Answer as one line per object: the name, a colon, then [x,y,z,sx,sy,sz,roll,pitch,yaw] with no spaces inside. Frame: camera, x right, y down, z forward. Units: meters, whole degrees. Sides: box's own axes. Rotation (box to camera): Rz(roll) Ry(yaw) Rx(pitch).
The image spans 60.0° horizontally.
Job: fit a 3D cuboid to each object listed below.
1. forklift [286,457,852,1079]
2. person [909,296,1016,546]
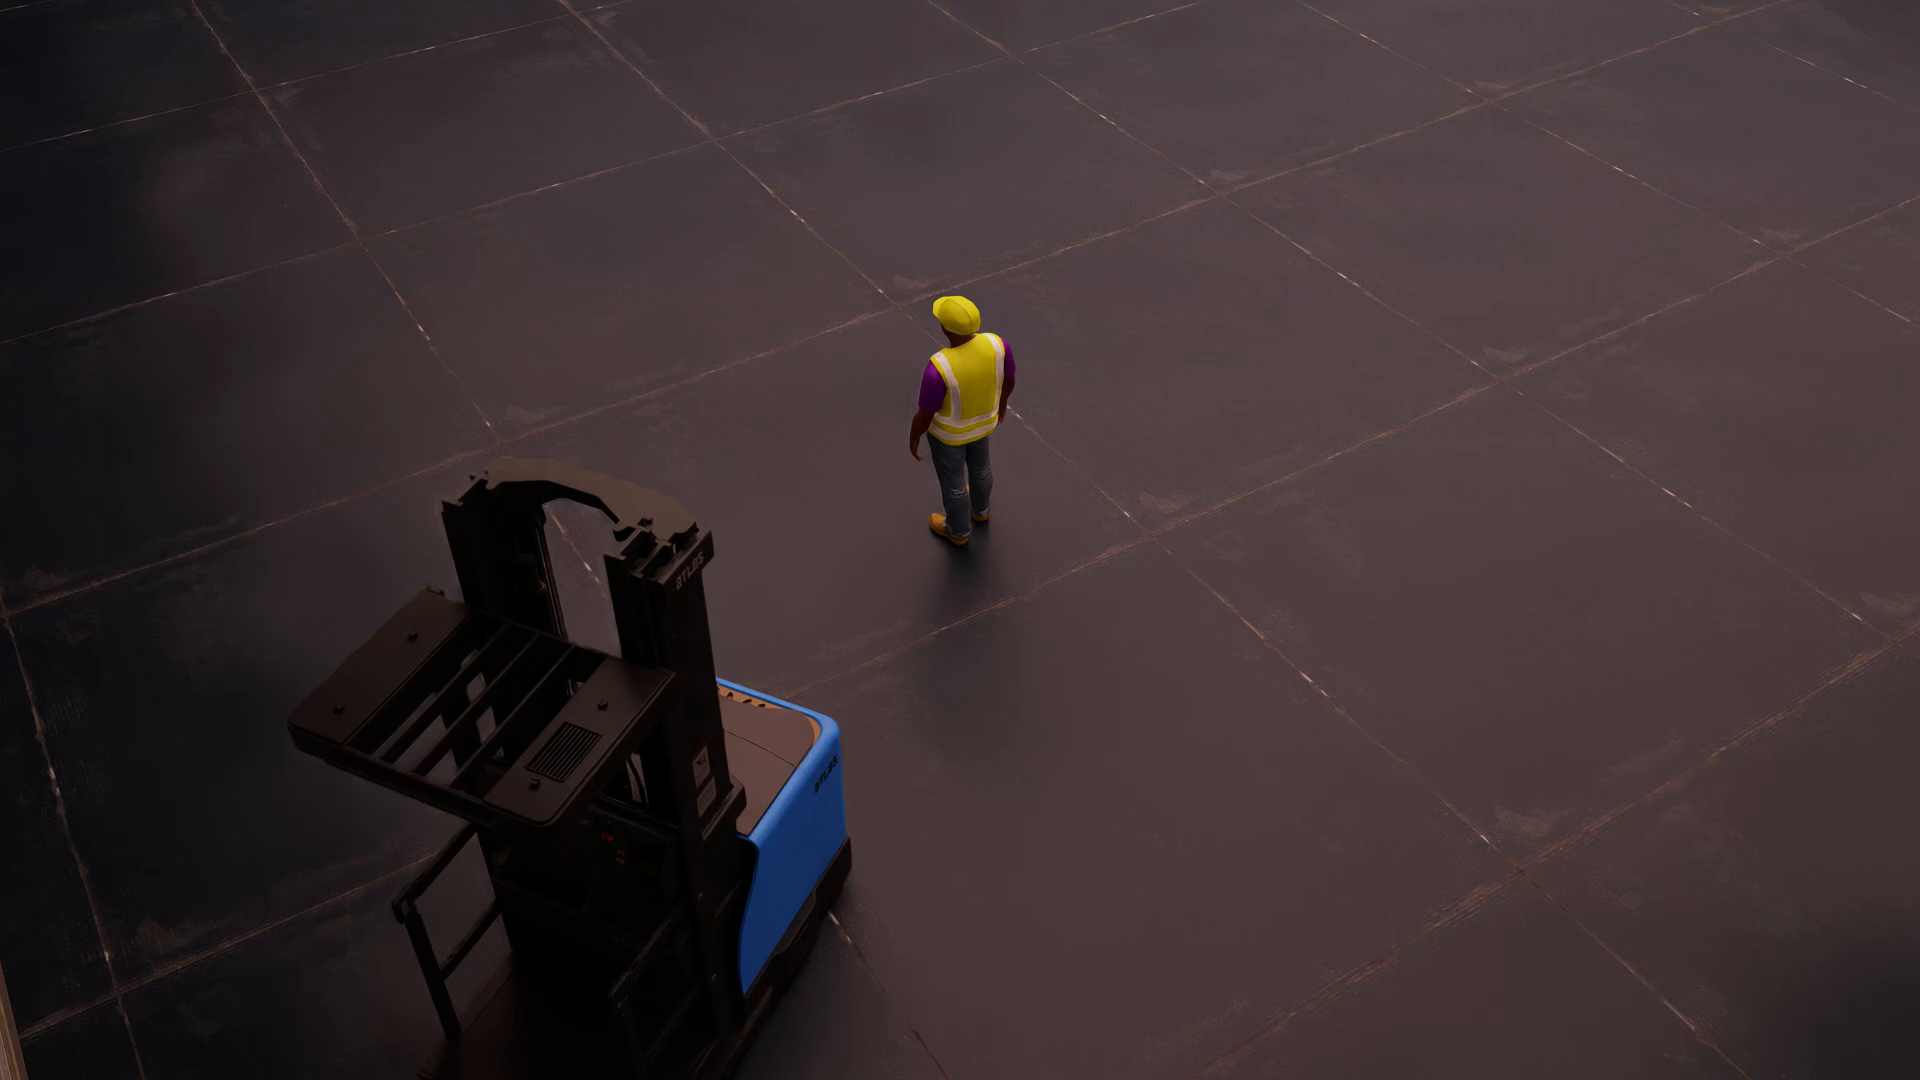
forklift: [-1.607,1.268,6.420,1.130,2.935,3.031,17,44,18]
person: [-0.032,-0.709,9.561,0.666,1.759,0.577,-23,46,-24]
